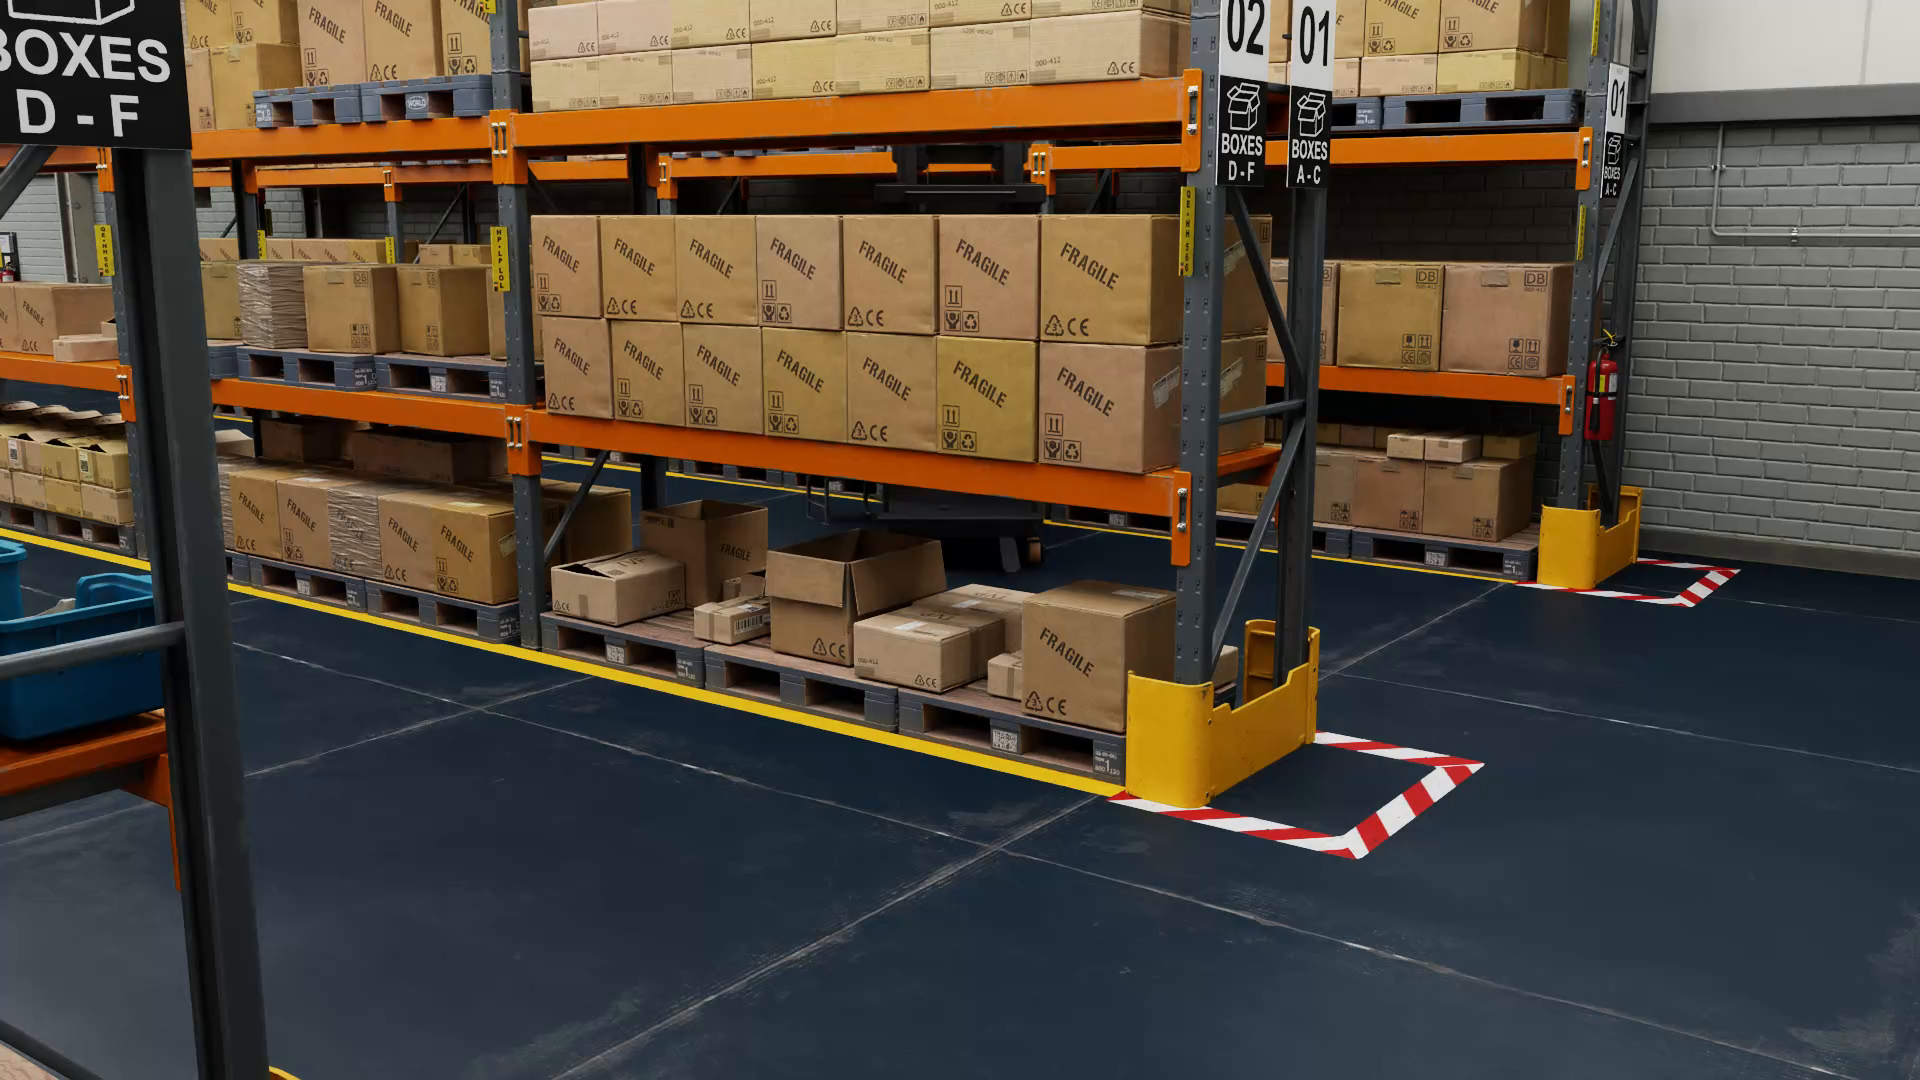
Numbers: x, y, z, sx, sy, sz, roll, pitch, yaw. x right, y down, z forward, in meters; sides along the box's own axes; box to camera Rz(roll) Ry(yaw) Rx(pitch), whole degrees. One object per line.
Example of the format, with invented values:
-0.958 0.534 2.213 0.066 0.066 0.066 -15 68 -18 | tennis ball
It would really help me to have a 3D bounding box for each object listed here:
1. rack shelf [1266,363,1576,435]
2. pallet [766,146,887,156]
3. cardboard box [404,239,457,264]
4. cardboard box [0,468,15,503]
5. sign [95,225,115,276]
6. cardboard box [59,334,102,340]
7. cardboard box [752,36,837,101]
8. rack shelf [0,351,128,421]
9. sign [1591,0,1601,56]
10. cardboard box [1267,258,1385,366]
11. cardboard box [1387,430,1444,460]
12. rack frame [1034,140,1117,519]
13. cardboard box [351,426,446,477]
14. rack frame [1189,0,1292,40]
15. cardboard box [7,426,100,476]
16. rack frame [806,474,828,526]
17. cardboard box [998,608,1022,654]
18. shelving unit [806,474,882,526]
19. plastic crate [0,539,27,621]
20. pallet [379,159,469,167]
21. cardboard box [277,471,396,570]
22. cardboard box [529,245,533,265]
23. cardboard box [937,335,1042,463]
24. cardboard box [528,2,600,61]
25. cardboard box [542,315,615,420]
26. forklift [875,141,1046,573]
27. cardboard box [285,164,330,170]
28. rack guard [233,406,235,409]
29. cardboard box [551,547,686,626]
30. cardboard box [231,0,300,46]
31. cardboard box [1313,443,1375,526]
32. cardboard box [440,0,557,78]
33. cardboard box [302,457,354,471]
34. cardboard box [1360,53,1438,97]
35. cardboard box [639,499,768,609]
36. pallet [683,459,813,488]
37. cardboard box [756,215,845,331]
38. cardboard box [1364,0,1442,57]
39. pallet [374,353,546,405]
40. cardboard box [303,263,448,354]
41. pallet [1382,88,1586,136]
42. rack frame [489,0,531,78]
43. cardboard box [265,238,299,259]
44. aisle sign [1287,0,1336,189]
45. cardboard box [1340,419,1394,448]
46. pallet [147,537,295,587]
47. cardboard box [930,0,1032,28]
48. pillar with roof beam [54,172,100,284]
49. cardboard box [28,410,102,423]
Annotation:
2.508 -1.139 11.912 4.000 0.370 1.077 8 13 36 | rack shelf
-0.875 -3.357 14.084 1.213 0.211 1.003 9 14 38 | pallet
-5.808 -3.005 18.035 0.500 0.500 0.500 8 13 34 | cardboard box
-7.063 -0.458 12.631 0.500 0.250 0.500 8 14 37 | cardboard box
-5.583 -1.891 10.858 0.005 0.325 0.100 8 13 36 | sign
-6.319 -1.419 12.129 0.250 0.149 0.380 9 14 40 | cardboard box
-0.580 -2.096 7.462 0.500 0.250 0.500 8 13 36 | cardboard box
-6.870 -1.279 12.639 4.000 0.370 1.077 8 13 36 | rack shelf
3.787 -3.054 9.899 0.005 0.325 0.100 8 13 36 | sign
2.501 -1.637 11.806 0.700 0.700 0.980 7 13 33 | cardboard box
3.078 -0.643 11.224 0.250 0.149 0.380 8 14 37 | cardboard box
0.896 -1.717 13.006 0.127 3.000 1.000 8 13 36 | rack frame
-3.490 -0.575 10.555 0.500 0.250 0.500 8 13 34 | cardboard box
1.191 -3.454 6.190 0.127 3.000 1.000 8 13 36 | rack frame
-6.653 -0.675 12.279 0.500 0.311 0.500 8 13 35 | cardboard box
-1.087 -1.171 12.538 0.015 2.100 0.400 -5 12 -26 | rack frame
0.517 0.465 7.810 0.500 0.250 0.500 8 13 36 | cardboard box
-0.869 -1.191 12.646 0.503 2.100 0.431 -5 12 -26 | shelving unit
-2.279 0.150 3.639 0.300 0.233 0.416 8 13 36 | plastic crate
-5.118 -3.911 16.945 1.003 0.211 1.213 8 13 36 | pallet
-3.809 -0.128 10.219 0.500 0.500 0.500 7 13 34 | cardboard box
-4.167 -2.686 16.593 0.500 0.500 0.700 10 15 43 | cardboard box
0.248 -0.624 7.094 0.500 0.500 0.500 8 14 36 | cardboard box
-1.789 -2.510 8.287 0.500 0.250 0.500 8 13 36 | cardboard box
-1.784 -0.908 8.563 0.500 0.500 0.500 8 14 37 | cardboard box
0.002 -1.320 11.137 1.130 2.935 3.031 0 11 0 | forklift
-6.975 -4.282 18.053 0.500 0.500 0.500 7 13 33 | cardboard box
-8.715 -1.830 20.173 0.348 0.500 1.175 8 13 36 | rack guard
-1.823 0.226 8.883 0.500 0.311 0.500 8 13 36 | cardboard box
-4.087 -3.256 10.168 0.500 0.500 0.500 8 13 36 | cardboard box
2.687 -0.422 11.790 0.500 0.500 0.700 7 13 34 | cardboard box
-2.396 -2.803 9.091 0.600 0.600 0.600 6 13 30 | cardboard box
-3.948 -0.269 10.946 0.500 0.500 0.500 7 13 34 | cardboard box
2.952 -3.021 10.879 0.500 0.250 0.500 7 13 33 | cardboard box
-1.406 0.074 9.173 0.500 0.500 0.500 8 13 36 | cardboard box
-1.738 -0.697 15.078 1.213 0.211 1.003 8 13 36 | pallet
-0.573 -1.228 7.585 0.500 0.500 0.500 8 14 37 | cardboard box
2.971 -3.388 10.799 0.500 0.500 0.500 8 14 37 | cardboard box
-2.613 -0.970 9.653 1.213 0.211 1.003 8 13 36 | pallet
-3.494 -1.402 10.013 0.500 0.500 0.700 4 12 21 | cardboard box
3.516 -2.778 10.828 1.213 0.211 1.003 8 13 36 | pallet
-2.033 -3.903 8.514 0.127 3.000 1.000 8 13 36 | rack frame
-7.764 -3.154 18.806 0.500 0.500 0.500 7 13 34 | cardboard box
1.419 -1.822 6.706 0.004 0.787 0.394 8 13 36 | aisle sign
2.900 -0.758 11.818 0.250 0.149 0.380 8 14 36 | cardboard box
-4.678 0.051 11.210 1.213 0.211 1.003 8 13 36 | pallet
0.222 -2.228 6.829 0.500 0.250 0.500 8 13 36 | cardboard box
-15.084 -6.081 19.768 0.400 9.000 9.100 8 13 36 | pillar with roof beam
-7.162 -0.873 13.304 0.500 0.311 0.500 8 13 35 | cardboard box
